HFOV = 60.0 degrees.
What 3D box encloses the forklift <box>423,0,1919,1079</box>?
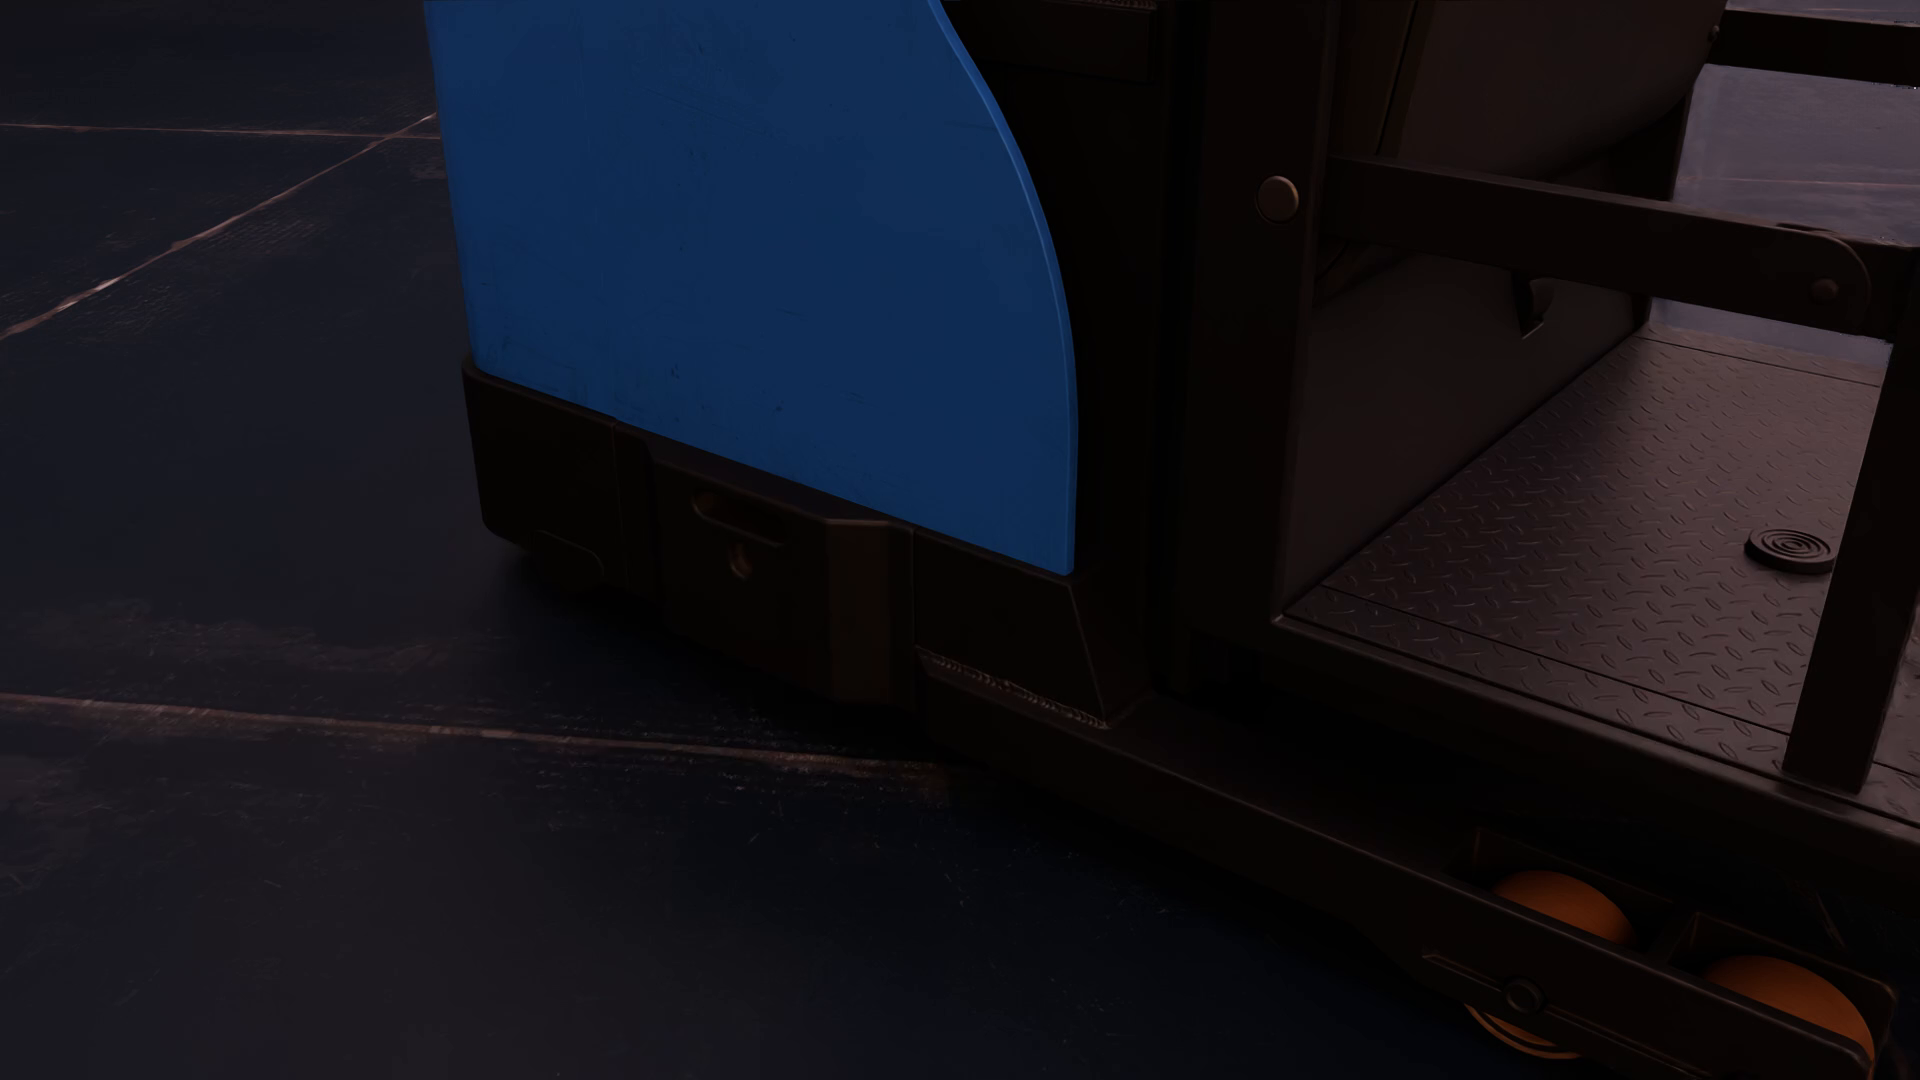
[{"bbox_3d":[0.781,-1.049,1.320,3.031,2.935,1.130,19,32,33],"label":"forklift"}]
